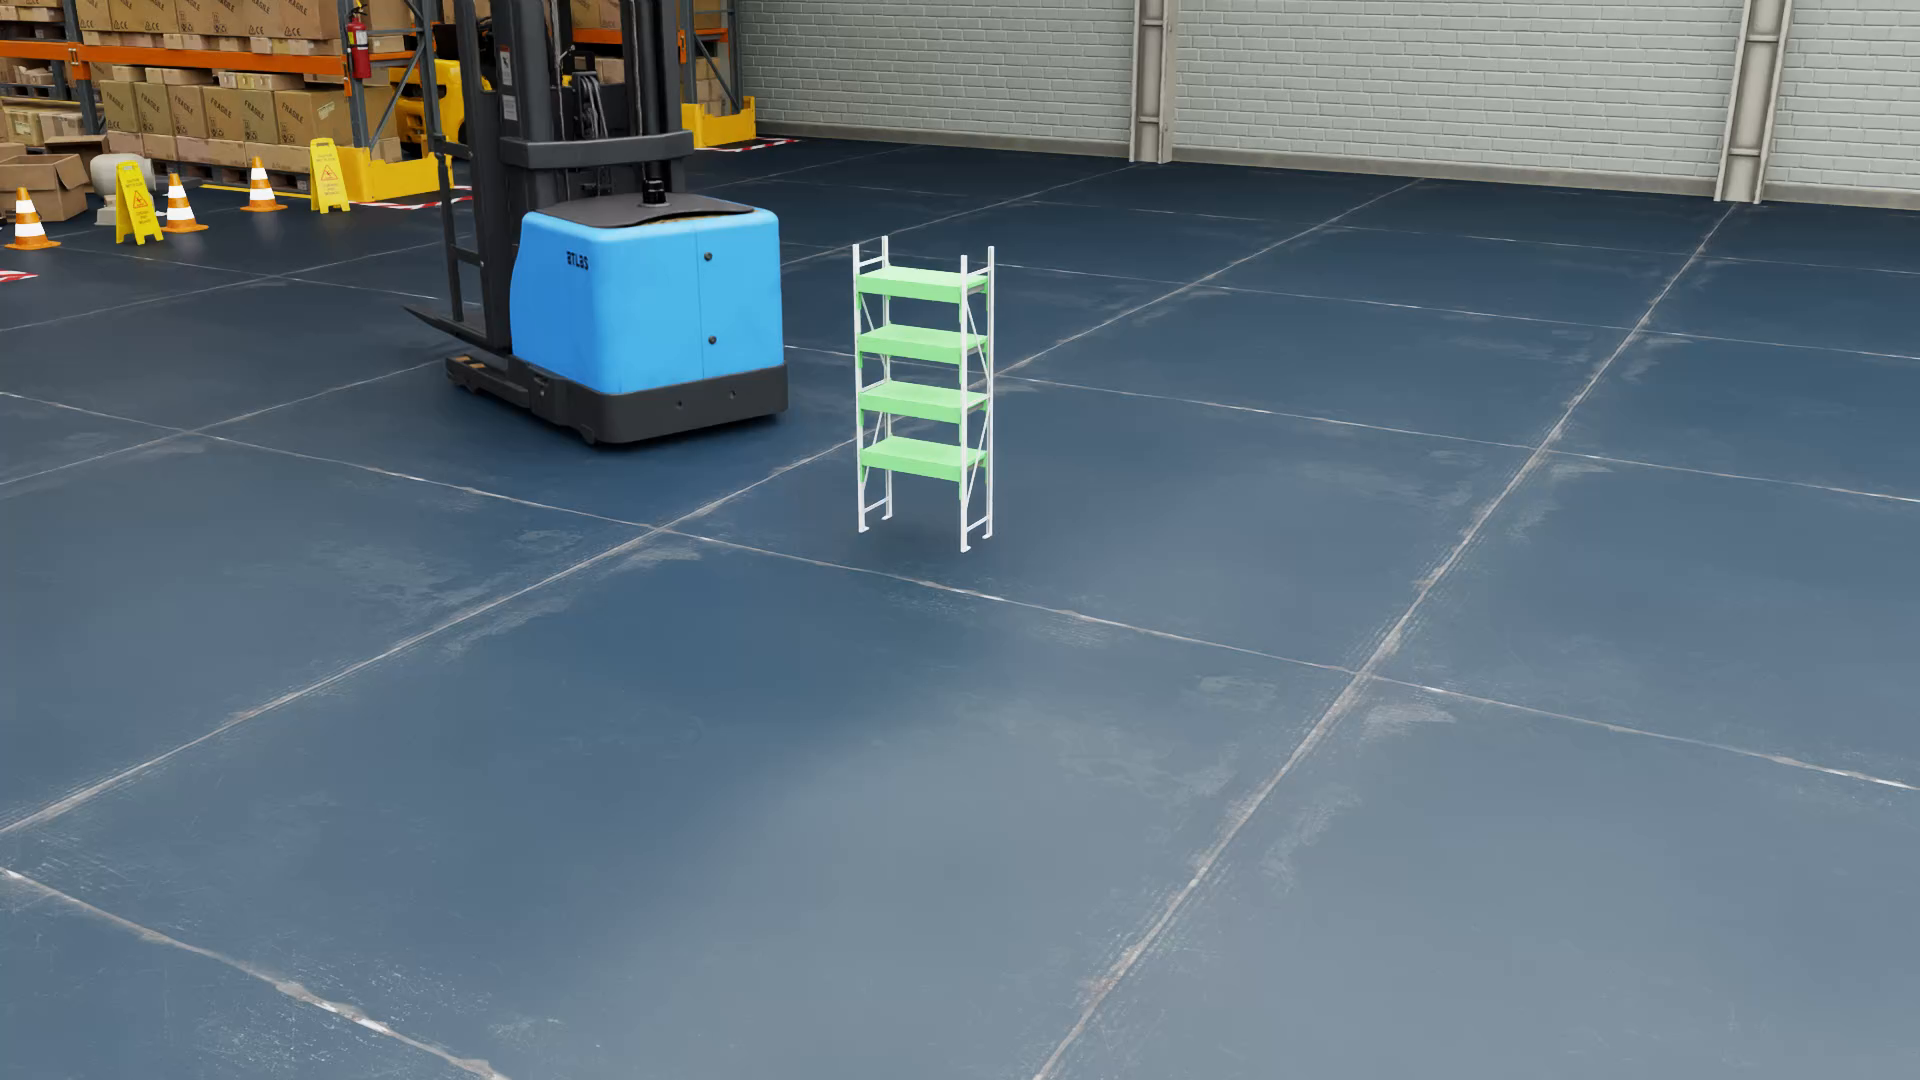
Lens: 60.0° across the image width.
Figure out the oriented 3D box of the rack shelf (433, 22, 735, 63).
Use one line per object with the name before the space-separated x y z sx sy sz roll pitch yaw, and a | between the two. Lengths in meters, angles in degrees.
rack shelf | -4.697 -6.229 20.695 4.000 0.370 1.077 11 23 27

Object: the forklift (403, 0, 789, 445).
forklift | -2.193 -2.270 8.825 1.130 2.935 3.031 -15 25 -36

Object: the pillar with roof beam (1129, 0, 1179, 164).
pillar with roof beam | 0.019 -7.160 13.407 0.400 9.000 9.100 11 23 27

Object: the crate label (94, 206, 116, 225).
crate label | -7.334 -2.824 14.449 0.298 0.136 0.250 0 20 -1

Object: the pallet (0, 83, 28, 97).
pallet | -15.095 -7.237 26.506 1.213 0.211 1.003 11 23 27

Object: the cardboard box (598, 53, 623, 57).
cardboard box | -4.147 -5.915 20.722 0.500 0.250 0.500 11 22 27

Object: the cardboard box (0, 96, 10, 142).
cardboard box | -9.702 -4.068 16.236 0.500 0.500 0.500 11 23 27

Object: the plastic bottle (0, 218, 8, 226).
plastic bottle | -8.388 -2.744 14.341 0.283 0.061 0.133 3 20 9

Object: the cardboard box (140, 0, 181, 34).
cardboard box | -7.731 -5.289 16.463 0.500 0.500 0.500 11 22 27

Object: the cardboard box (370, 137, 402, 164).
cardboard box | -5.938 -3.878 16.574 0.500 0.250 0.500 11 22 27

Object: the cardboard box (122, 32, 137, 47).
cardboard box | -8.249 -5.094 16.879 0.250 0.149 0.380 11 23 27

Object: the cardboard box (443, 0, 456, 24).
cardboard box | -6.183 -6.796 21.054 0.500 0.500 0.500 10 22 26

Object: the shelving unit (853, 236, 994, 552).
shelving unit | -0.145 -0.592 6.736 0.503 1.200 0.258 11 23 27

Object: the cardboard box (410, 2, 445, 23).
cardboard box | -7.010 -6.836 21.531 0.500 0.250 0.500 11 23 29

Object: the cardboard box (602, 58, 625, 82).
cardboard box | -3.954 -5.677 20.066 0.500 0.250 0.500 11 23 28

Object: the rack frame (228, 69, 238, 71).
rack frame | -9.935 -7.565 23.323 0.127 3.000 1.000 11 23 27

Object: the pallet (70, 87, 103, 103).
pallet | -12.699 -6.796 25.290 1.213 0.211 1.003 11 23 27

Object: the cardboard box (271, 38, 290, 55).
cardboard box | -6.288 -4.695 15.779 0.250 0.149 0.380 10 22 26

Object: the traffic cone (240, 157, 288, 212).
traffic cone | -6.373 -3.252 15.151 0.334 0.463 0.336 11 23 27

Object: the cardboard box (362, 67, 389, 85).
cardboard box | -7.578 -6.196 22.414 0.625 0.625 0.875 11 22 27

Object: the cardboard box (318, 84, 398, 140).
cardboard box | -5.959 -4.234 16.456 0.500 0.500 0.500 10 22 26

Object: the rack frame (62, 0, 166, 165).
rack frame | -8.860 -5.422 17.413 0.127 3.000 1.000 11 23 27

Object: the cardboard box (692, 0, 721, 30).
cardboard box | -3.248 -6.447 20.093 0.500 0.500 0.500 12 23 29

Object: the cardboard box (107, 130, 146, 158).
cardboard box | -8.477 -4.148 17.319 0.500 0.250 0.500 10 22 25

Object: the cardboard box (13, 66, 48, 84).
cardboard box | -14.368 -7.207 25.729 0.258 0.266 0.396 12 23 29

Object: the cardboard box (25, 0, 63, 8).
cardboard box | -9.376 -5.815 17.297 0.500 0.500 0.500 10 22 26

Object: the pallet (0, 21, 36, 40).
pallet | -10.604 -5.680 18.406 1.213 0.211 1.003 11 23 27

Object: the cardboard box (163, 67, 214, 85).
cardboard box | -7.711 -4.638 16.618 0.250 0.149 0.380 12 23 30

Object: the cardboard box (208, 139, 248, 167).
cardboard box | -7.113 -3.890 16.606 0.500 0.250 0.500 10 22 25

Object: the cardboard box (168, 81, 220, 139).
cardboard box | -7.552 -4.329 16.716 0.500 0.500 0.500 12 23 30

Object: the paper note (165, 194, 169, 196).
paper note | -7.590 -3.341 16.031 0.148 0.019 0.142 3 20 9

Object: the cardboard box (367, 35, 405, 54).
cardboard box | -5.564 -4.757 15.948 0.250 0.149 0.380 11 23 28

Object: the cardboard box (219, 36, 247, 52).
cardboard box | -6.950 -4.829 16.147 0.250 0.149 0.380 11 22 27

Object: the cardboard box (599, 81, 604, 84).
cardboard box | -4.422 -5.529 20.392 0.500 0.250 0.500 10 22 26

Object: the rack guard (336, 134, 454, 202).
rack guard | -5.435 -3.594 16.041 0.348 0.500 1.175 11 23 27

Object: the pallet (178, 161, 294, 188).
pallet | -7.188 -3.807 17.052 1.213 0.211 1.003 11 23 27

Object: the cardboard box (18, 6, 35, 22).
cardboard box | -9.666 -5.554 17.529 0.250 0.149 0.380 10 22 26

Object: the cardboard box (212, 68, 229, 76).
cardboard box | -10.409 -6.594 23.695 0.500 0.500 0.500 12 23 29

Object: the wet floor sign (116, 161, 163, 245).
wet floor sign | -6.703 -2.744 13.484 0.232 0.644 0.267 7 21 18

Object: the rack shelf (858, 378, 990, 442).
rack shelf | -0.145 -0.532 6.758 0.480 0.148 0.258 11 23 27

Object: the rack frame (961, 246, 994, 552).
rack frame | 0.069 -0.551 6.625 0.015 1.200 0.240 11 23 27

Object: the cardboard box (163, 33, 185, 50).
cardboard box | -7.630 -4.940 16.454 0.250 0.149 0.380 11 23 28

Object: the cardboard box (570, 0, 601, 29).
cardboard box | -4.404 -6.460 20.128 0.500 0.500 0.500 10 22 26

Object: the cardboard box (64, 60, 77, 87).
cardboard box | -13.115 -7.106 25.105 0.500 0.500 0.500 12 23 30

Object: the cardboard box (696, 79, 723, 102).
cardboard box | -3.260 -5.515 20.353 0.500 0.250 0.500 11 23 28

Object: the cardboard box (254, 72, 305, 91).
cardboard box | -6.548 -4.416 16.005 0.250 0.149 0.380 12 23 29

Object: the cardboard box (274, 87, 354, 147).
cardboard box | -6.195 -4.070 16.002 0.500 0.500 0.500 11 23 28

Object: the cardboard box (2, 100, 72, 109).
cardboard box | -10.557 -4.704 18.672 0.625 0.372 0.950 12 23 29

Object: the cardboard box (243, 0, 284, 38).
cardboard box | -6.411 -5.036 15.768 0.500 0.500 0.500 11 23 27
